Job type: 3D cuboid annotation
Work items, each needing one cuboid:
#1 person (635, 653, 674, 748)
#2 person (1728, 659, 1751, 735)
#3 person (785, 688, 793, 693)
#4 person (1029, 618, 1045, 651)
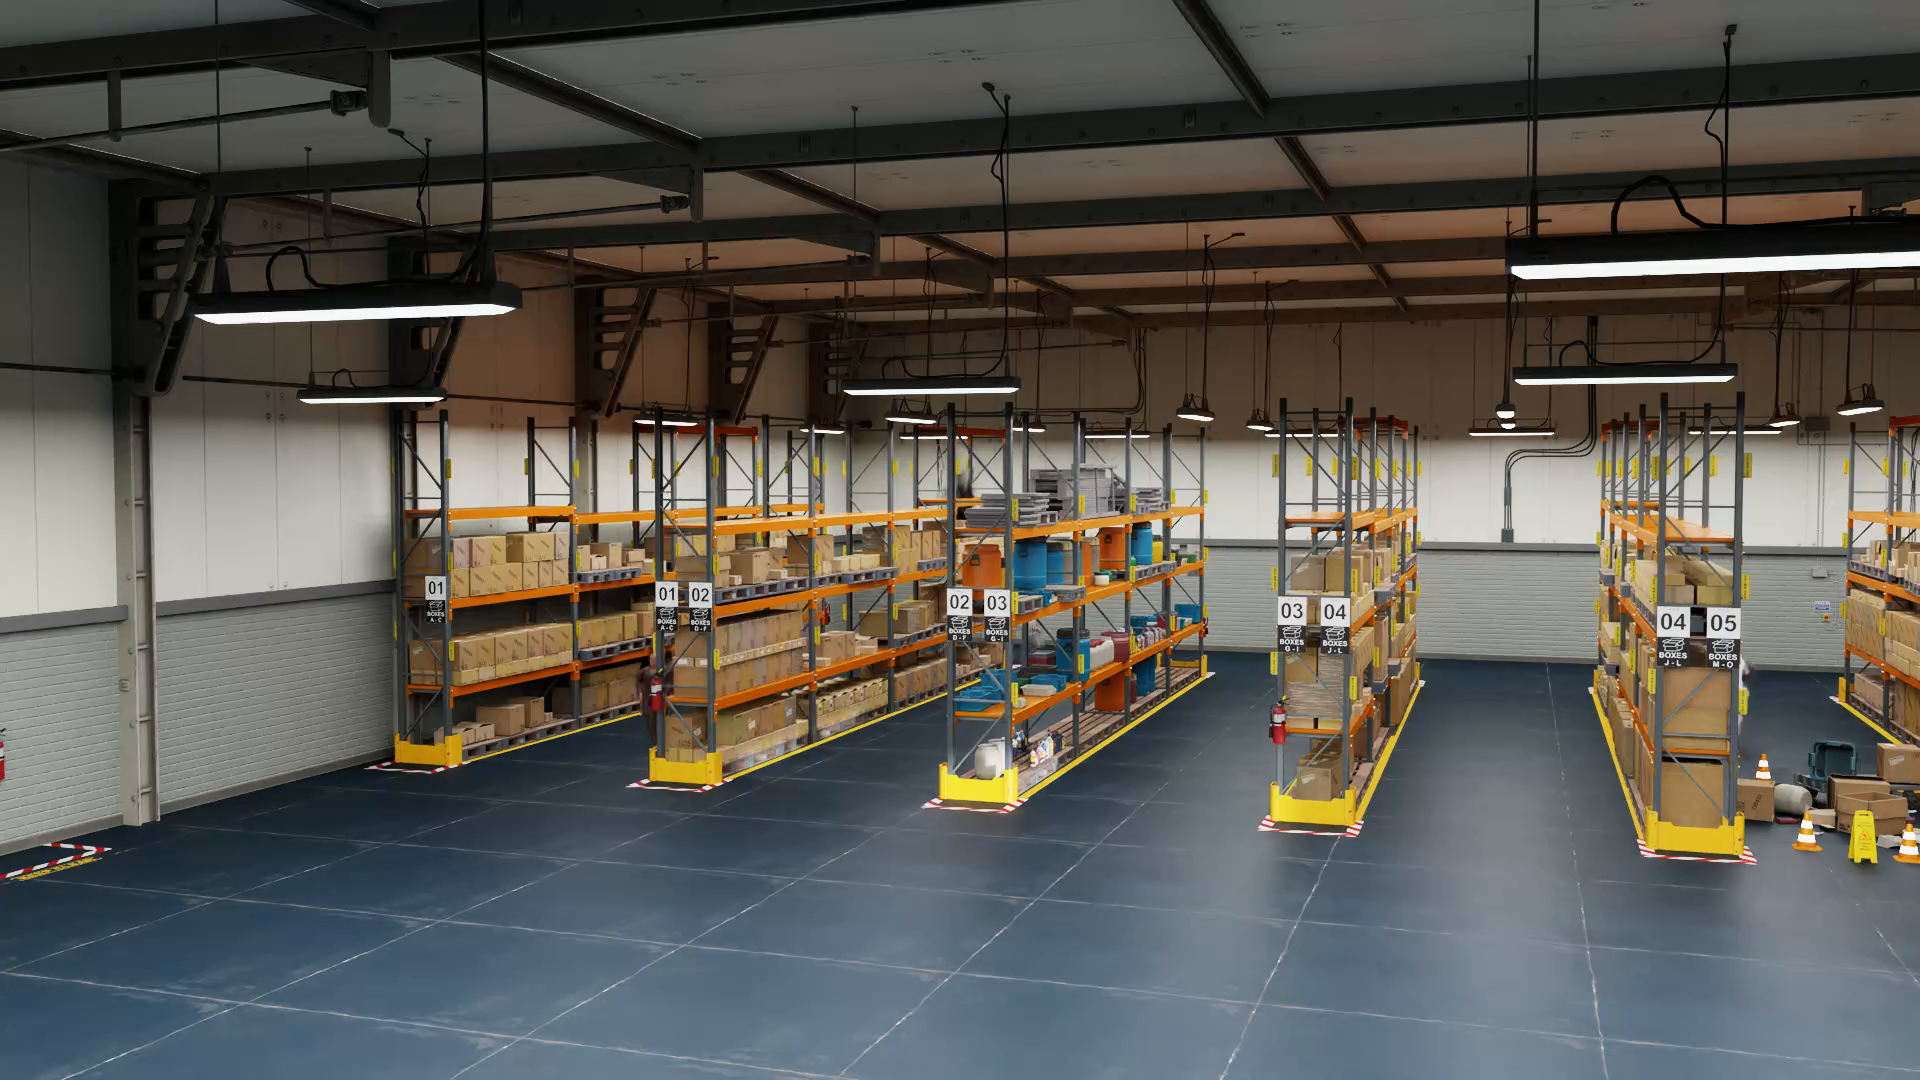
[{"bbox_3d":[-5.413,2.967,29.517,0.724,1.543,0.645,0,2,6],"label":"person"},{"bbox_3d":[14.320,2.815,30.915,0.691,1.783,0.851,1,3,13],"label":"person"},{"bbox_3d":[-3.814,2.709,36.182,0.602,1.487,0.854,0,2,2],"label":"person"},{"bbox_3d":[1.957,2.382,42.646,0.534,1.596,0.780,2,3,36],"label":"person"}]
